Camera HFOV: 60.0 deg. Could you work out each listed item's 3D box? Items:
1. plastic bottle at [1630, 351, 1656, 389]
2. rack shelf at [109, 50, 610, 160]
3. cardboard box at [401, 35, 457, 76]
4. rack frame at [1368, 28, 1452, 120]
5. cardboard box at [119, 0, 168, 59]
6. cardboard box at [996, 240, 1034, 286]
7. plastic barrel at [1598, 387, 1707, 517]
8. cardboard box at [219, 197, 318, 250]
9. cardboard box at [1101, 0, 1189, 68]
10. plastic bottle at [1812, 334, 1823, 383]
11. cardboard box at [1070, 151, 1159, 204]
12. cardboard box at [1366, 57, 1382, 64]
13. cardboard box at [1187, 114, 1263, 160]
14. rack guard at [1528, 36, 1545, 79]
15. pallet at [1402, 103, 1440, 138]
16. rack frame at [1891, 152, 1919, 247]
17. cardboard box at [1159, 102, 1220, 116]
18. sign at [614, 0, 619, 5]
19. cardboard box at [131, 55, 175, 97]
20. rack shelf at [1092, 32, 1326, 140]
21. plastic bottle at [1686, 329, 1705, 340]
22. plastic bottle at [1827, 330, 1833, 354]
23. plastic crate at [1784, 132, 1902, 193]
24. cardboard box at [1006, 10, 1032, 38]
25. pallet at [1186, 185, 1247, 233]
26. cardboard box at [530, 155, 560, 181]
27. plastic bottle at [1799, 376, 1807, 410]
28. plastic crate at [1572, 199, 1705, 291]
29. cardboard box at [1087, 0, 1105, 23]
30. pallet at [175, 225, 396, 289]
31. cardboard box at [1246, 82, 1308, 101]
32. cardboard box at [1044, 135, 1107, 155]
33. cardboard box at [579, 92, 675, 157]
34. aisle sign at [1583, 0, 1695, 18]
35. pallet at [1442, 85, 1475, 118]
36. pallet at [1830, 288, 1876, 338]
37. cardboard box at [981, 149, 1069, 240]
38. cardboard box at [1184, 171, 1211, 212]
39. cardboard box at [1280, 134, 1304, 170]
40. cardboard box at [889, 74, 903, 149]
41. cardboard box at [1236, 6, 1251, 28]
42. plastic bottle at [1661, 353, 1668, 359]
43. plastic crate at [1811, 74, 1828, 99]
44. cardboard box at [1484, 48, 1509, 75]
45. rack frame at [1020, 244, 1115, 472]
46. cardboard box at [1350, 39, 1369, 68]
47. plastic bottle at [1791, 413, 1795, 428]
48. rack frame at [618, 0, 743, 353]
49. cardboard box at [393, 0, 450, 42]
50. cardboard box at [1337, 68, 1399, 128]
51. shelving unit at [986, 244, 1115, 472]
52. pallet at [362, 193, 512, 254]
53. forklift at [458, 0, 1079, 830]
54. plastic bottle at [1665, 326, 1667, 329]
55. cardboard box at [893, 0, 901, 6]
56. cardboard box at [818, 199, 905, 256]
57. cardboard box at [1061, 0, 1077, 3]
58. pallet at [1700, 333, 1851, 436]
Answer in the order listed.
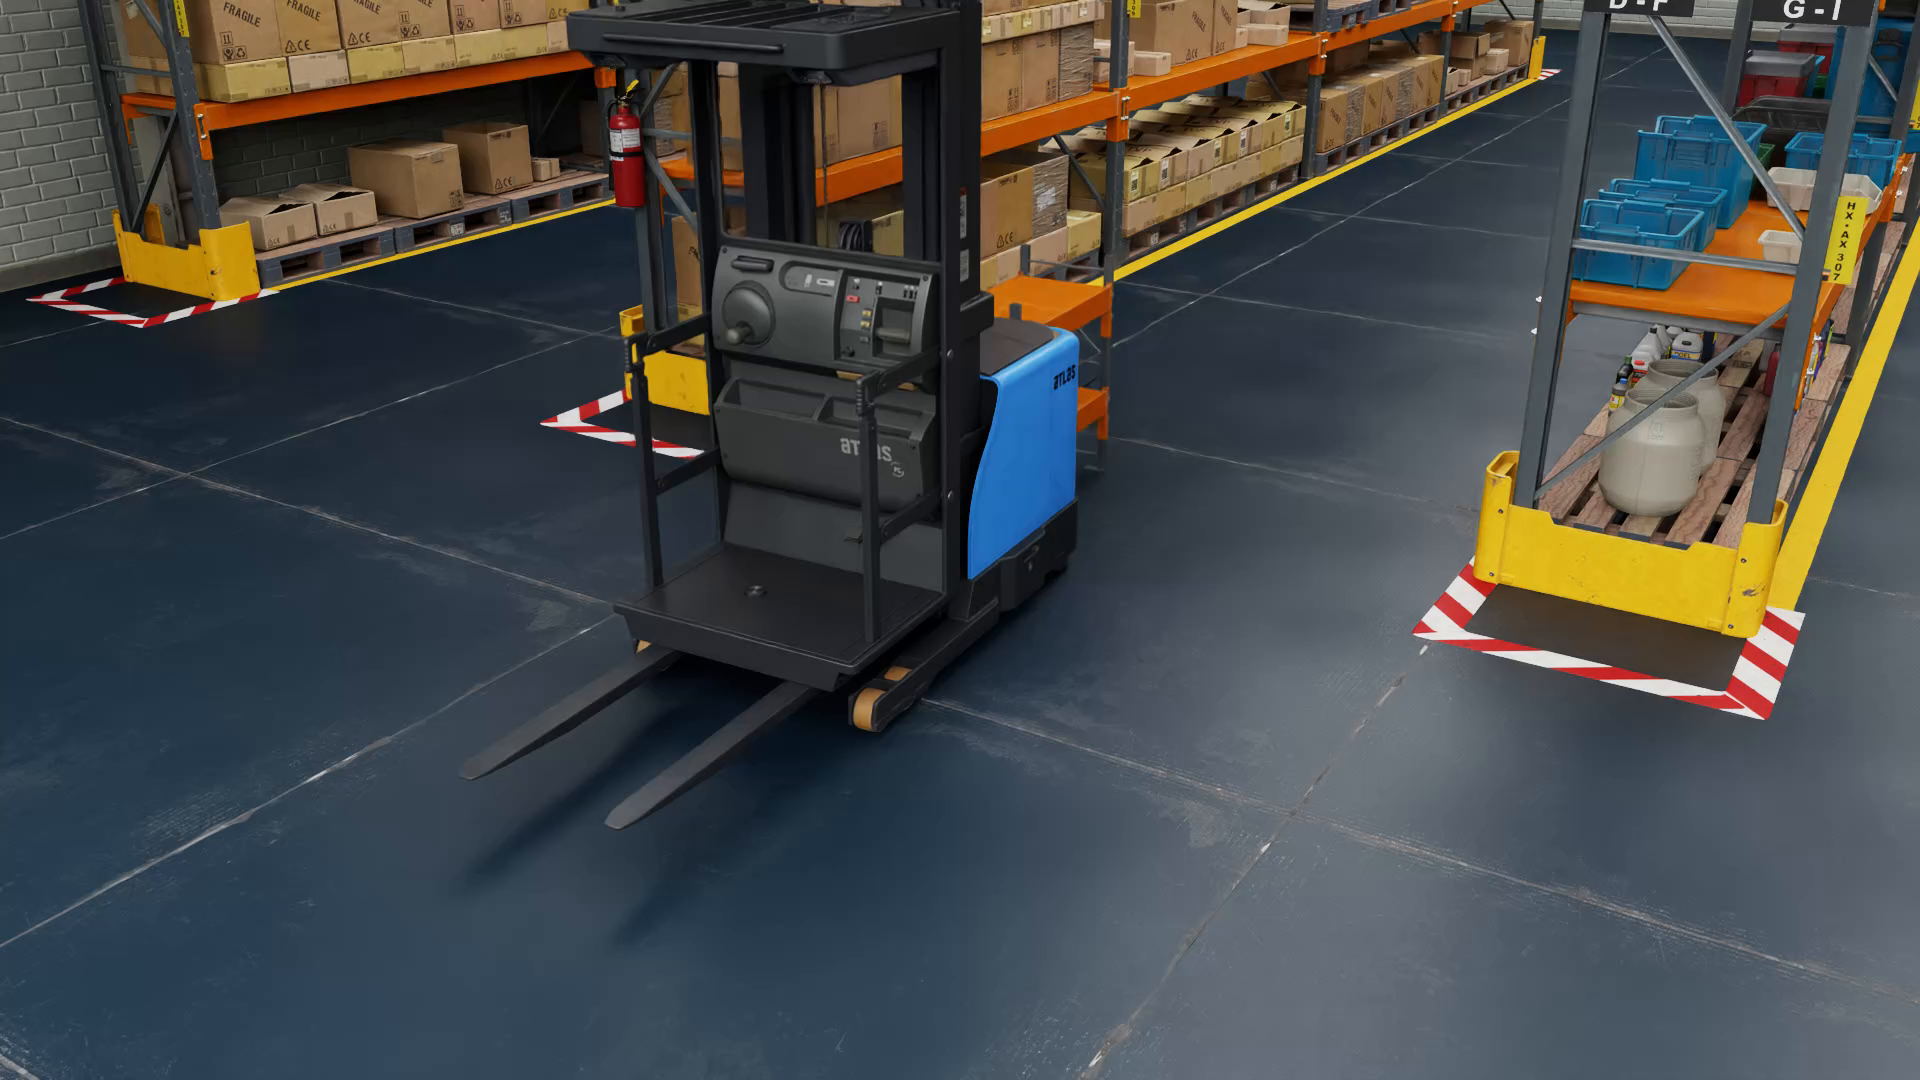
[{"bbox_3d":[3.593,-0.853,8.818,0.152,0.276,0.135,14,27,29],"label":"plastic bottle"},{"bbox_3d":[-4.521,-3.531,13.035,1.077,0.370,4.000,14,27,29],"label":"rack shelf"},{"bbox_3d":[-4.245,-3.743,12.785,0.500,0.250,0.500,14,27,29],"label":"cardboard box"},{"bbox_3d":[4.964,-6.199,18.294,1.000,3.000,0.127,14,27,29],"label":"rack frame"},{"bbox_3d":[-5.508,-3.674,11.680,0.500,0.500,0.500,14,27,28],"label":"cardboard box"},{"bbox_3d":[0.162,-1.889,11.270,0.500,0.250,0.500,14,27,29],"label":"cardboard box"},{"bbox_3d":[3.123,-0.399,7.498,0.421,0.512,0.421,0,23,0],"label":"plastic barrel"},{"bbox_3d":[-5.135,-2.368,12.276,0.500,0.311,0.500,11,26,23],"label":"cardboard box"},{"bbox_3d":[1.441,-3.978,13.038,0.500,0.500,0.500,16,28,33],"label":"cardboard box"},{"bbox_3d":[4.704,-1.009,9.170,0.061,0.283,0.133,16,28,32],"label":"plastic bottle"},{"bbox_3d":[1.174,-2.774,12.610,0.500,0.311,0.500,14,27,29],"label":"cardboard box"},{"bbox_3d":[4.230,-4.959,18.023,0.500,0.500,0.500,14,27,30],"label":"cardboard box"},{"bbox_3d":[2.250,-3.462,14.199,0.500,0.311,0.500,14,27,29],"label":"cardboard box"},{"bbox_3d":[7.034,-6.376,21.850,1.175,0.500,0.348,14,27,29],"label":"rack guard"},{"bbox_3d":[4.567,-4.637,18.195,1.003,0.211,1.213,14,27,29],"label":"pallet"},{"bbox_3d":[7.061,-3.810,12.775,1.000,3.000,0.127,14,27,29],"label":"rack frame"},{"bbox_3d":[2.059,-3.743,14.847,0.500,0.311,0.500,13,27,28],"label":"cardboard box"},{"bbox_3d":[-1.819,-2.907,8.935,0.100,0.325,0.005,14,27,29],"label":"sign"},{"bbox_3d":[-5.494,-3.324,11.817,0.500,0.250,0.500,14,27,30],"label":"cardboard box"},{"bbox_3d":[1.799,-3.844,13.759,1.077,0.370,4.000,14,27,29],"label":"rack shelf"},{"bbox_3d":[4.198,-1.150,9.511,0.097,0.271,0.097,0,23,0],"label":"plastic bottle"},{"bbox_3d":[5.024,-1.190,9.691,0.097,0.201,0.097,0,23,0],"label":"plastic bottle"},{"bbox_3d":[4.598,-1.961,8.691,0.499,0.251,0.616,14,27,29],"label":"plastic crate"},{"bbox_3d":[0.245,-3.363,10.800,0.380,0.149,0.250,14,27,29],"label":"cardboard box"},{"bbox_3d":[1.743,-2.890,14.159,1.003,0.211,1.213,14,27,29],"label":"pallet"},{"bbox_3d":[-3.723,-3.251,14.496,0.380,0.166,0.250,10,25,22],"label":"cardboard box"},{"bbox_3d":[4.402,-0.824,8.758,0.097,0.271,0.097,0,23,0],"label":"plastic bottle"},{"bbox_3d":[2.850,-1.273,7.102,0.499,0.251,0.616,14,27,29],"label":"plastic crate"},{"bbox_3d":[0.783,-3.706,11.592,0.380,0.149,0.250,14,27,29],"label":"cardboard box"},{"bbox_3d":[-5.077,-2.198,12.563,1.003,0.211,1.213,14,27,29],"label":"pallet"},{"bbox_3d":[3.148,-4.269,16.427,0.500,0.500,0.500,15,28,31],"label":"cardboard box"},{"bbox_3d":[0.984,-3.061,13.271,0.500,0.311,0.500,15,27,30],"label":"cardboard box"},{"bbox_3d":[-3.092,-3.842,15.443,0.700,0.500,0.500,15,28,31],"label":"cardboard box"},{"bbox_3d":[2.550,-2.341,6.109,0.394,0.787,0.004,14,27,29],"label":"aisle sign"},{"bbox_3d":[5.327,-5.151,19.383,1.003,0.211,1.213,14,27,29],"label":"pallet"},{"bbox_3d":[5.332,-1.453,10.841,1.003,0.211,1.213,14,27,29],"label":"pallet"},{"bbox_3d":[0.412,-2.405,11.519,0.500,0.500,0.500,14,27,29],"label":"cardboard box"},{"bbox_3d":[1.709,-2.862,13.517,0.500,0.250,0.500,13,27,27],"label":"cardboard box"},{"bbox_3d":[2.784,-3.551,15.110,0.500,0.250,0.500,15,27,30],"label":"cardboard box"},{"bbox_3d":[-0.569,-2.694,10.072,0.700,0.500,0.500,14,27,29],"label":"cardboard box"},{"bbox_3d":[2.218,-4.547,14.589,0.500,0.311,0.500,14,27,28],"label":"cardboard box"},{"bbox_3d":[3.684,-0.834,8.766,0.061,0.283,0.133,14,27,29],"label":"plastic bottle"},{"bbox_3d":[5.629,-3.009,11.192,0.450,0.188,0.662,14,27,29],"label":"plastic crate"},{"bbox_3d":[6.470,-5.940,20.602,0.500,0.250,0.500,14,27,29],"label":"cardboard box"},{"bbox_3d":[0.530,-0.921,8.462,0.500,1.125,0.032,12,26,26],"label":"rack frame"},{"bbox_3d":[3.975,-5.148,17.515,0.500,0.250,0.500,14,27,29],"label":"cardboard box"},{"bbox_3d":[4.197,-0.684,8.420,0.061,0.283,0.133,14,27,30],"label":"plastic bottle"},{"bbox_3d":[-1.366,-2.149,8.938,1.000,3.000,0.127,14,27,29],"label":"rack frame"},{"bbox_3d":[-4.260,-4.083,12.625,0.500,0.500,0.500,15,27,31],"label":"cardboard box"},{"bbox_3d":[4.148,-4.521,17.010,0.500,0.500,0.500,13,27,27],"label":"cardboard box"},{"bbox_3d":[0.287,-0.744,8.052,0.538,1.125,1.048,12,26,26],"label":"shelving unit"},{"bbox_3d":[-4.433,-2.609,13.510,1.003,0.211,1.213,14,27,29],"label":"pallet"},{"bbox_3d":[-0.621,-0.840,6.001,1.130,2.935,3.031,12,26,26],"label":"forklift"},{"bbox_3d":[3.950,-1.119,9.424,0.061,0.283,0.133,15,28,31],"label":"plastic bottle"},{"bbox_3d":[-0.542,-3.312,9.866,0.700,0.500,0.500,14,27,29],"label":"cardboard box"},{"bbox_3d":[-0.632,-1.727,9.953,0.500,0.500,0.500,14,27,29],"label":"cardboard box"},{"bbox_3d":[0.516,-3.989,11.430,0.700,0.500,0.500,14,27,29],"label":"cardboard box"},{"bbox_3d":[4.561,-0.962,9.707,1.003,0.211,1.213,14,27,29],"label":"pallet"}]
